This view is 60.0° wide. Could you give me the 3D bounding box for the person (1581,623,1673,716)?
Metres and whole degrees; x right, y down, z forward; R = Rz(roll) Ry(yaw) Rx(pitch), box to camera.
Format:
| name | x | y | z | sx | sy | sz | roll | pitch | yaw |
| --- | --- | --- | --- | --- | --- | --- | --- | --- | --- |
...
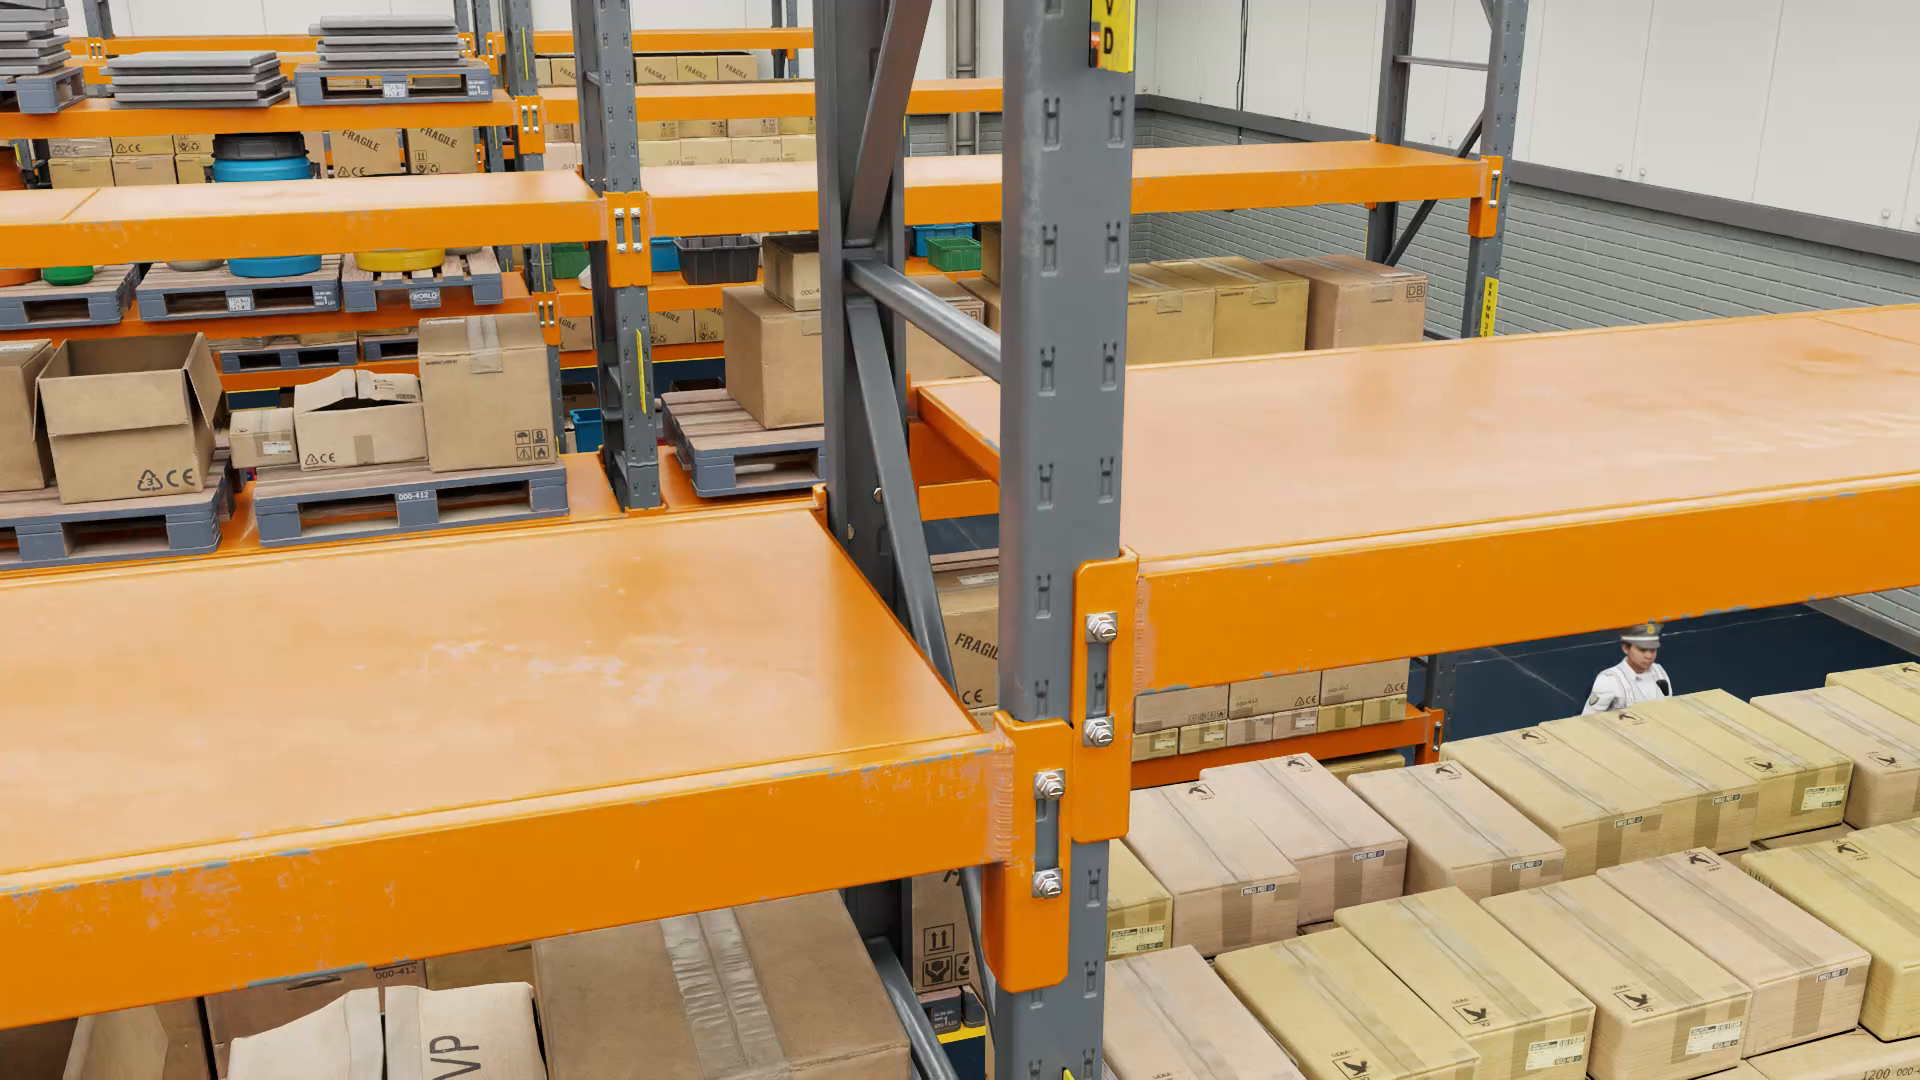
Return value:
| name | x | y | z | sx | sy | sz | roll | pitch | yaw |
| --- | --- | --- | --- | --- | --- | --- | --- | --- | --- |
| person | 3.702 | 1.208 | 9.063 | 0.508 | 1.625 | 0.987 | -8 | 21 | -23 |
